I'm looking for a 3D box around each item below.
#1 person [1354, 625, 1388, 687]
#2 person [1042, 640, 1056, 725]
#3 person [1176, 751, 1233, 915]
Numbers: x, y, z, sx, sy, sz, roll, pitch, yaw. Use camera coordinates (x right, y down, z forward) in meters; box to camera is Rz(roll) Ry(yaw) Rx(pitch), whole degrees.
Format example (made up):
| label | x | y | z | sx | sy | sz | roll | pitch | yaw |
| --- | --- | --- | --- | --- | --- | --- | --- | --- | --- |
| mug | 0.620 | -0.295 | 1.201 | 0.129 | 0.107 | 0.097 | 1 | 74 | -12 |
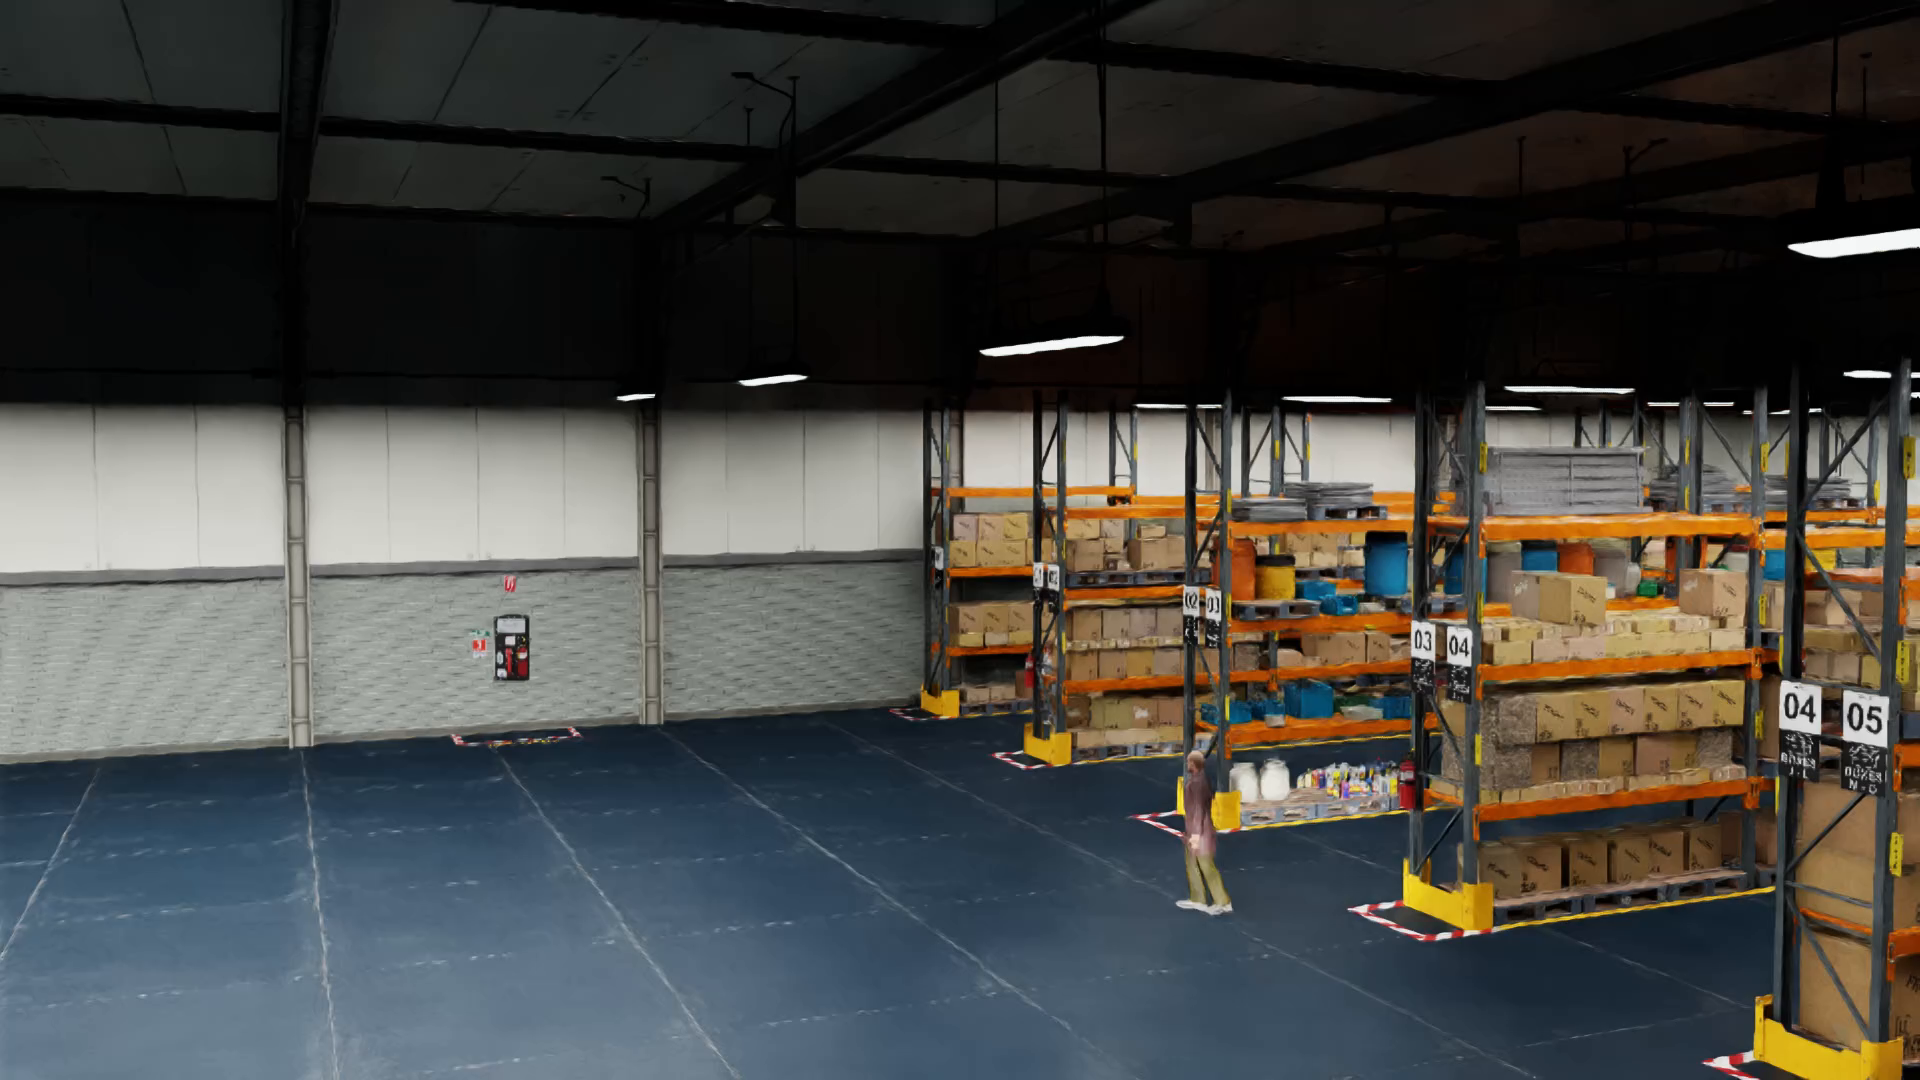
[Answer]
| label | x | y | z | sx | sy | sz | roll | pitch | yaw |
| --- | --- | --- | --- | --- | --- | --- | --- | --- | --- |
| person | 7.800 | 2.406 | 31.626 | 0.673 | 1.763 | 0.577 | 1 | 3 | 10 |
| person | 1.715 | 2.649 | 30.536 | 0.449 | 1.429 | 0.880 | 3 | 5 | 45 |
| person | 2.693 | 3.208 | 18.292 | 0.632 | 1.765 | 0.611 | 1 | 3 | 13 |
